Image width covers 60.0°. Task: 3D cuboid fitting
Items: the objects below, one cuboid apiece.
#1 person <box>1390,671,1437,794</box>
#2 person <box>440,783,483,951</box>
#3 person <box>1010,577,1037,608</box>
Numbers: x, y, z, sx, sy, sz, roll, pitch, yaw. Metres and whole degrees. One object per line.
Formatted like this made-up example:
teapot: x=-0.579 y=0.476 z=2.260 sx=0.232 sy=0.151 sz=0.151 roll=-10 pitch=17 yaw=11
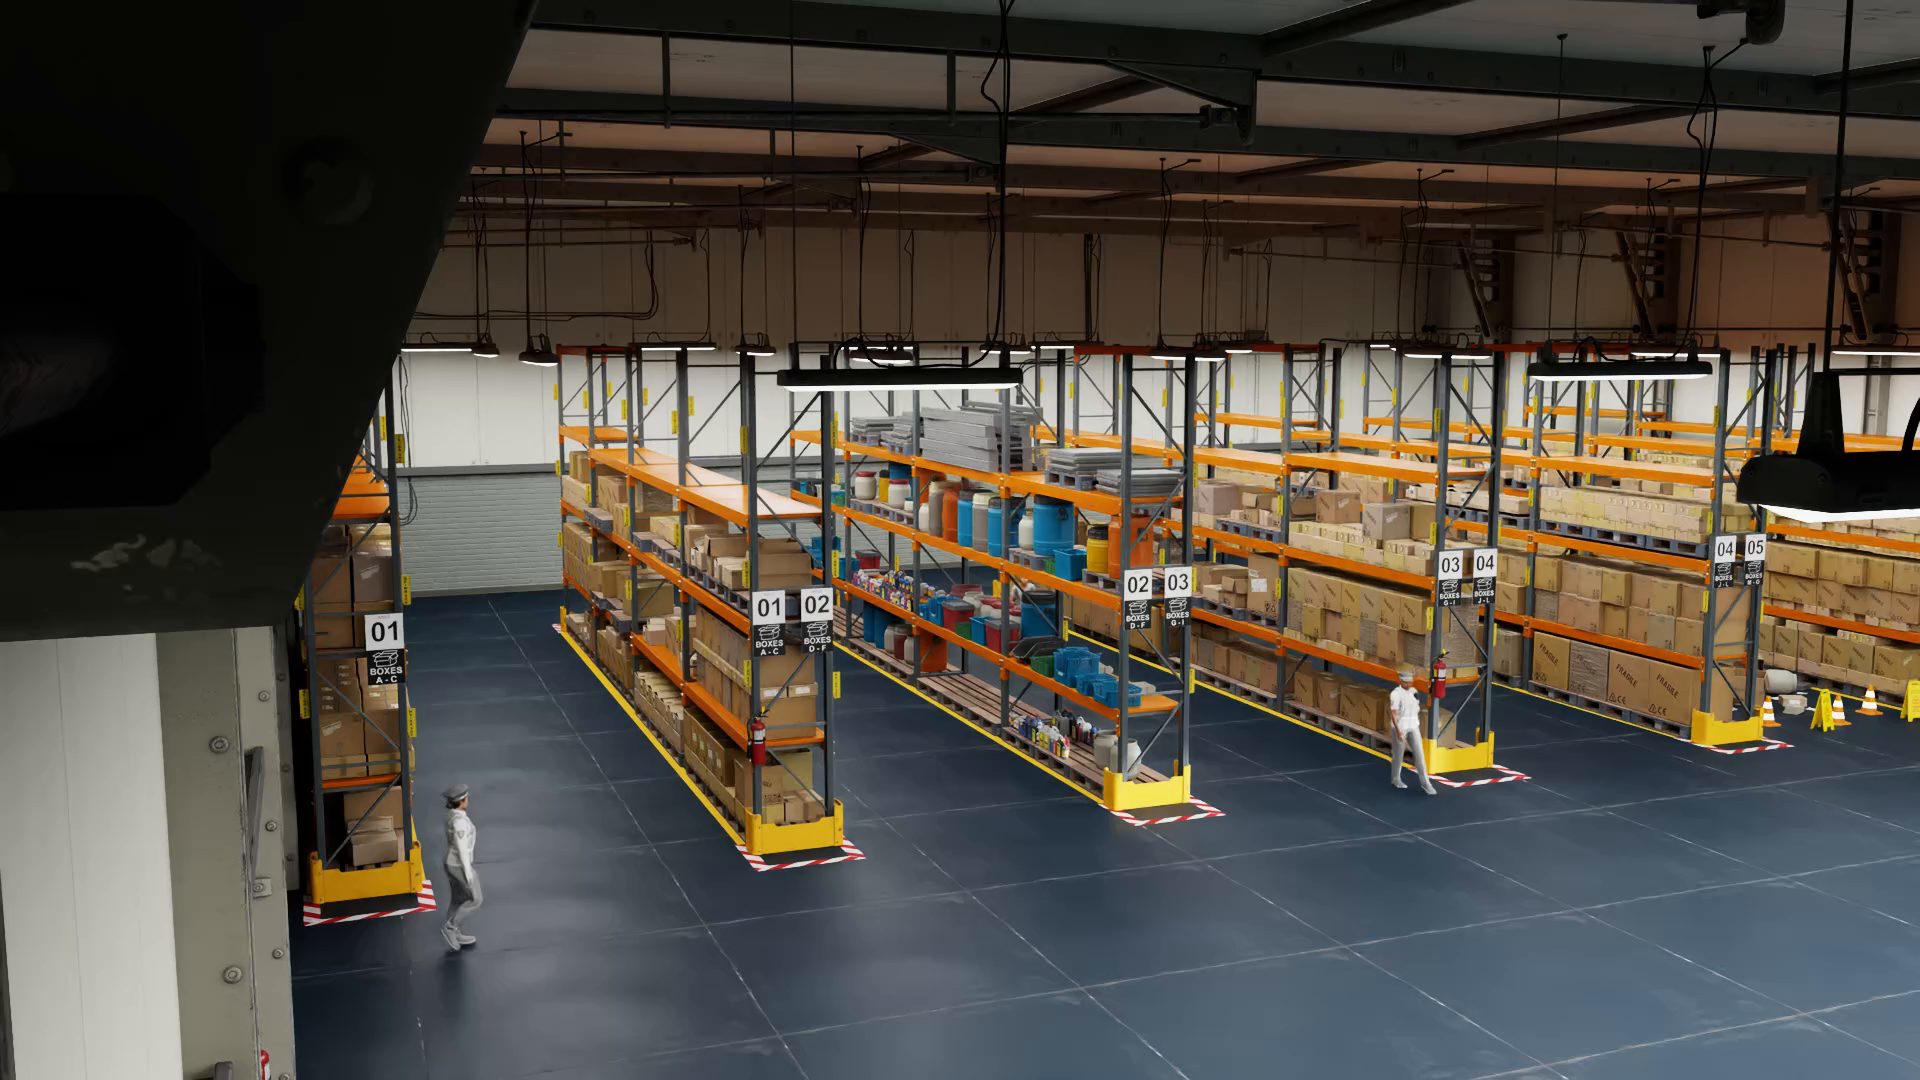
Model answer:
person: x=6.173 y=2.623 z=22.789 sx=0.524 sy=1.667 sz=0.717 roll=-2 pitch=7 yaw=-13
person: x=-5.138 y=3.330 z=17.004 sx=0.424 sy=1.681 sz=0.505 roll=-3 pitch=8 yaw=-25
person: x=1.253 y=1.385 z=32.829 sx=0.603 sy=1.583 sz=0.698 roll=-2 pitch=7 yaw=-13
